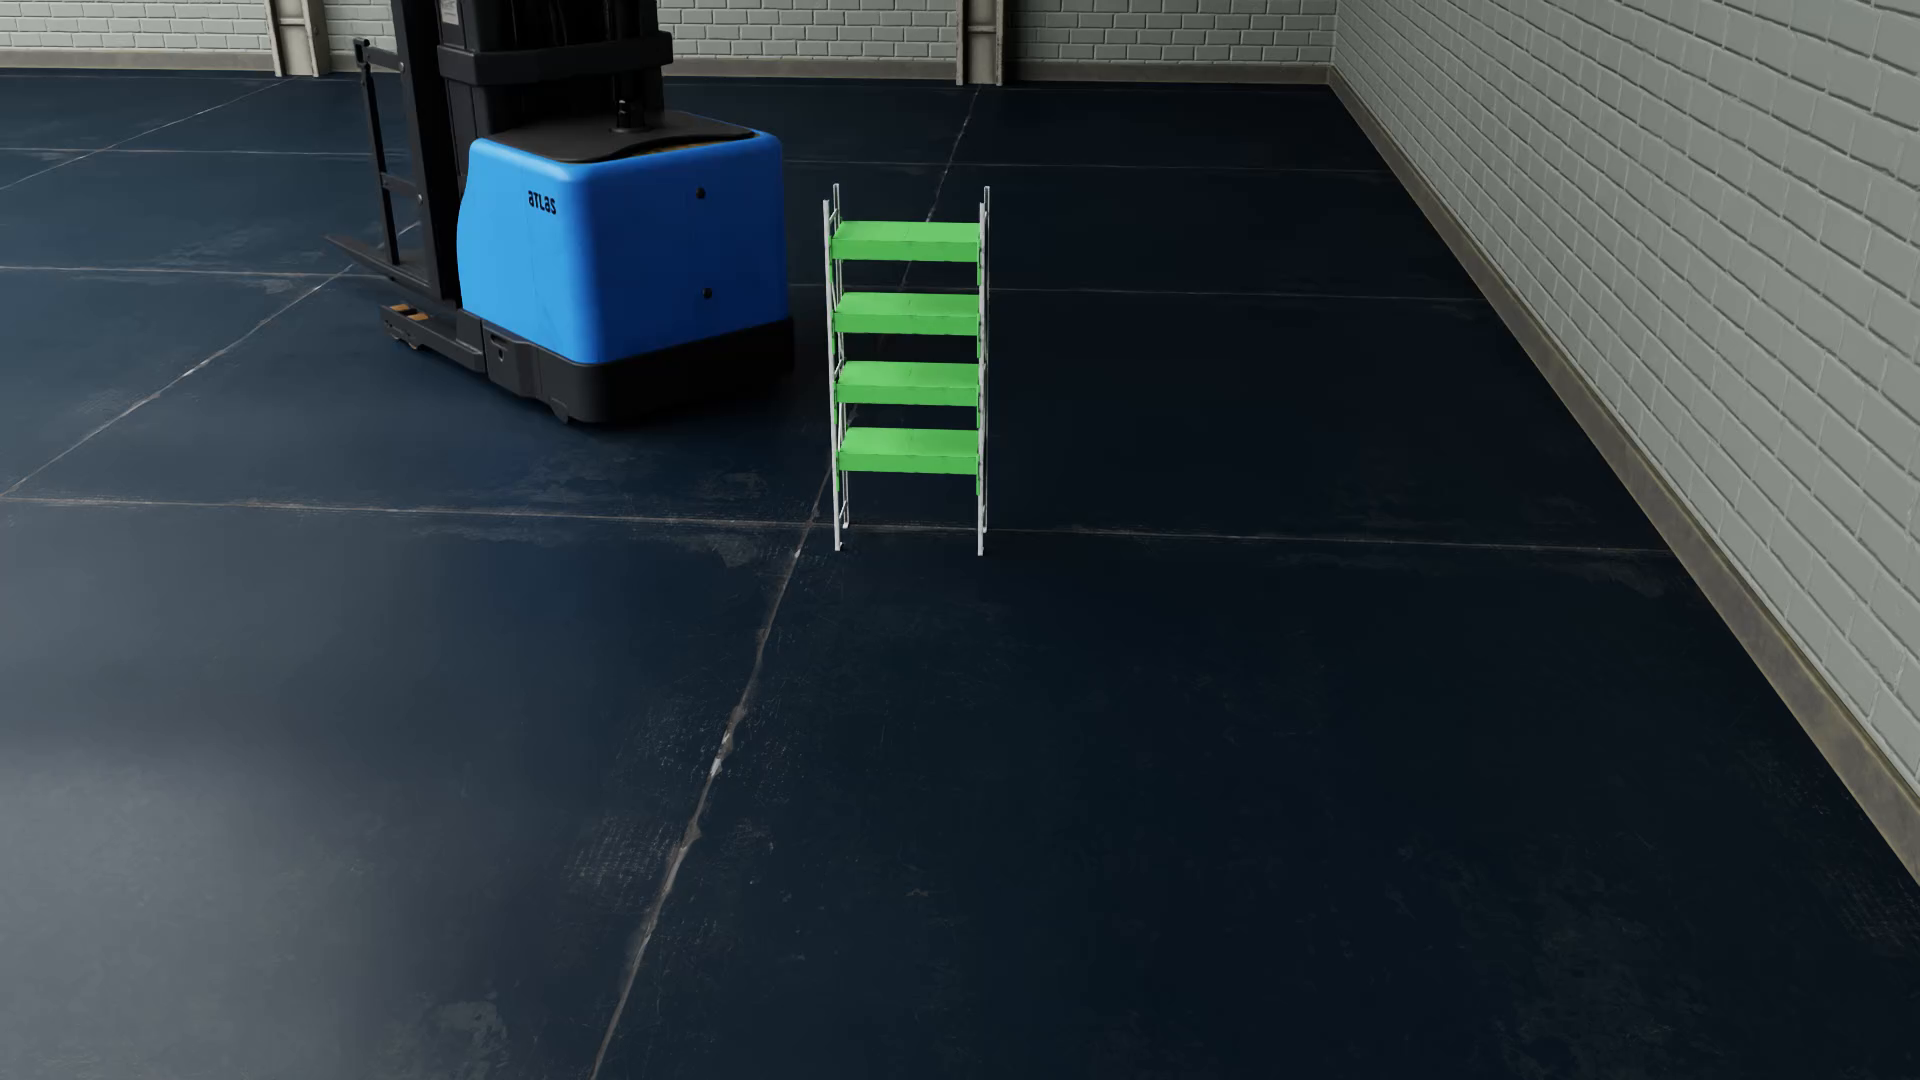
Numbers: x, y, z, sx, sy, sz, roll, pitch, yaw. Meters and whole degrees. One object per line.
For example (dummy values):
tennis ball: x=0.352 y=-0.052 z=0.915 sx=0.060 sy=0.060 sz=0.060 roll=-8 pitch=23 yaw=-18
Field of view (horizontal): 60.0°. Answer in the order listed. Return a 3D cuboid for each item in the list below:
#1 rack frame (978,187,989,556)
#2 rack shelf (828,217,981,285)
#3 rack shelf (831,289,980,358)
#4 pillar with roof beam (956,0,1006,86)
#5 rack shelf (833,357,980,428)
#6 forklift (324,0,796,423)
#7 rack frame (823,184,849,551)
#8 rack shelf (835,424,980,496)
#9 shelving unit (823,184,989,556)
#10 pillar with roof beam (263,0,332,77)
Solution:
rack frame: x=0.078 y=-0.543 z=5.494 sx=0.015 sy=1.200 sz=0.240 roll=2 pitch=25 yaw=4
rack shelf: x=-0.165 y=-0.928 z=5.337 sx=0.480 sy=0.148 sz=0.258 roll=2 pitch=25 yaw=4
rack shelf: x=-0.165 y=-0.710 z=5.437 sx=0.480 sy=0.148 sz=0.258 roll=2 pitch=25 yaw=4
pillar with roof beam: x=-0.151 y=-6.234 z=8.533 sx=0.400 sy=9.000 sz=9.100 roll=2 pitch=25 yaw=4
rack shelf: x=-0.165 y=-0.492 z=5.537 sx=0.480 sy=0.148 sz=0.258 roll=2 pitch=25 yaw=4
forklift: x=-2.060 y=-2.331 z=7.309 sx=1.130 sy=2.935 sz=3.031 roll=-20 pitch=32 yaw=-37
rack frame: x=-0.408 y=-0.558 z=5.528 sx=0.015 sy=1.200 sz=0.240 roll=2 pitch=25 yaw=4
rack shelf: x=-0.165 y=-0.274 z=5.638 sx=0.480 sy=0.148 sz=0.258 roll=2 pitch=25 yaw=4
shelving unit: x=-0.165 y=-0.550 z=5.511 sx=0.503 sy=1.200 sz=0.258 roll=2 pitch=25 yaw=4
pillar with roof beam: x=-6.133 y=-6.426 z=8.950 sx=0.400 sy=9.000 sz=9.100 roll=2 pitch=25 yaw=4
